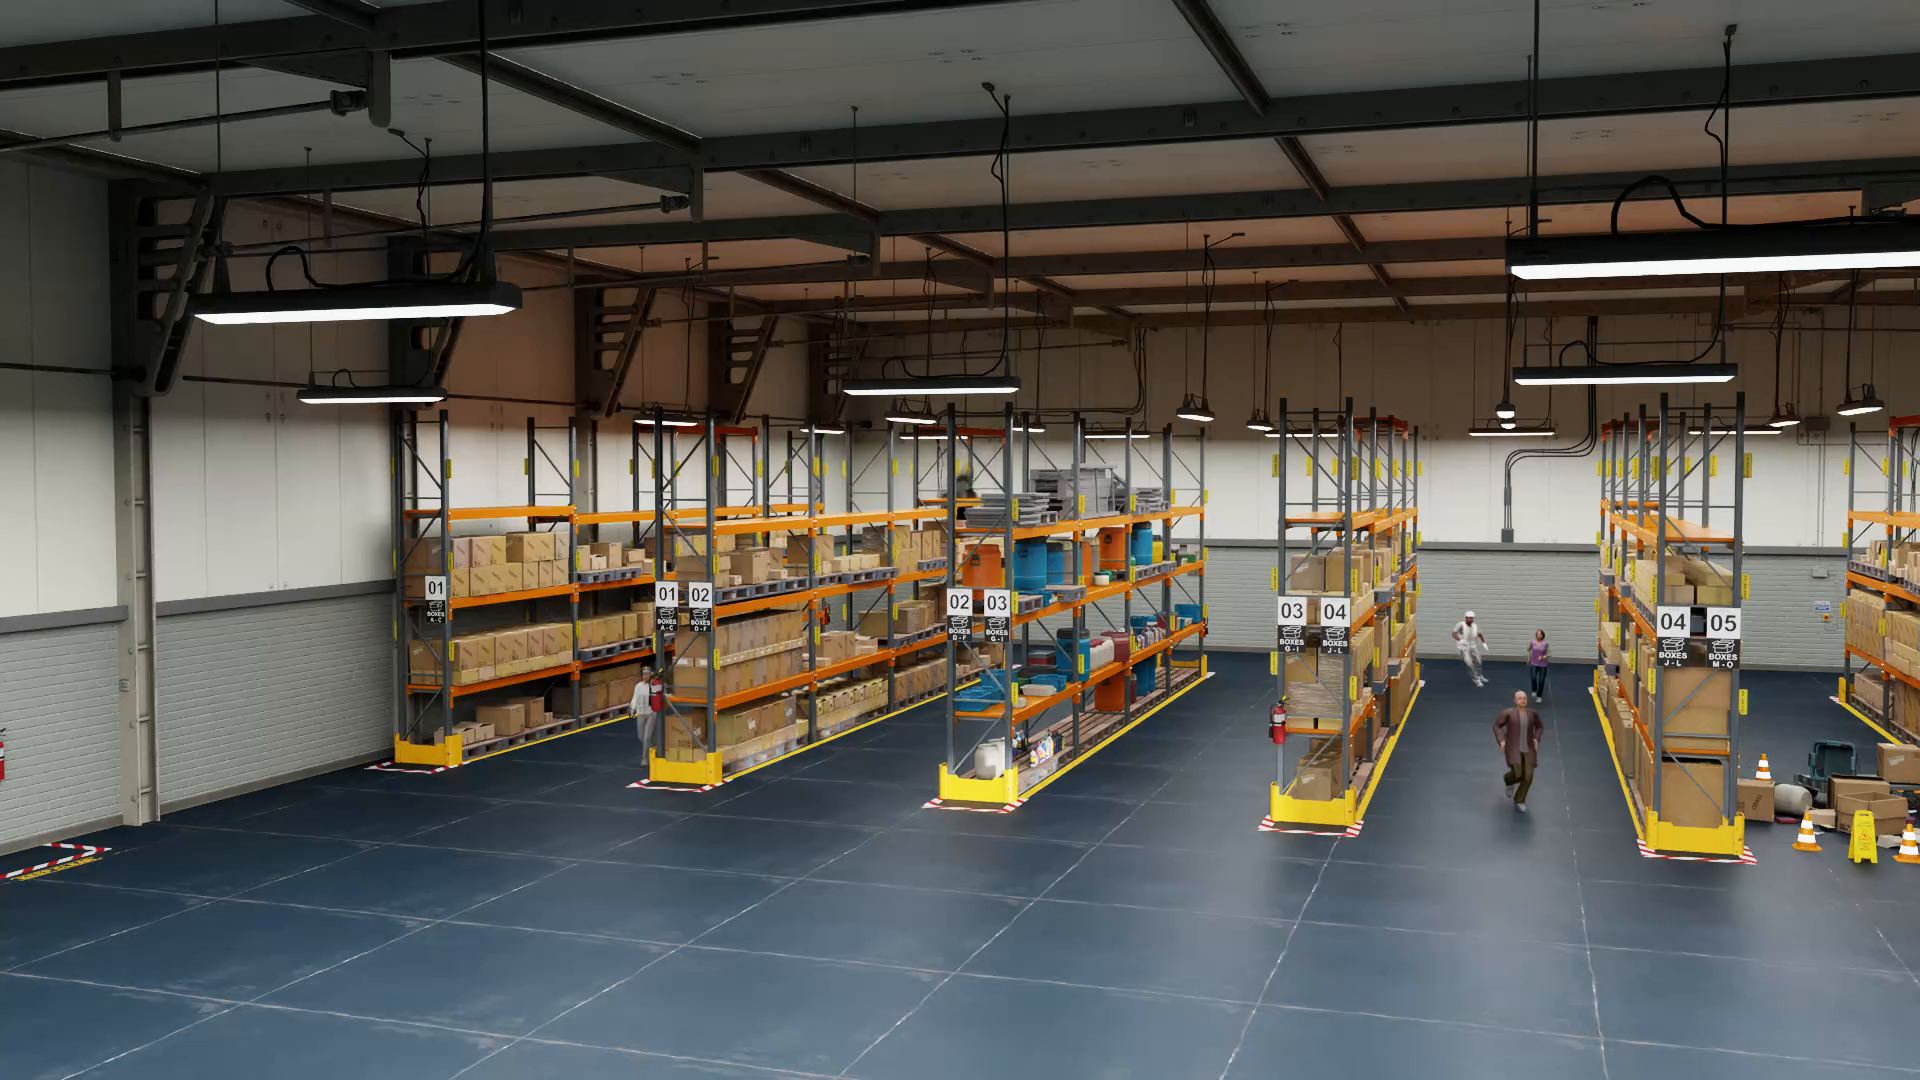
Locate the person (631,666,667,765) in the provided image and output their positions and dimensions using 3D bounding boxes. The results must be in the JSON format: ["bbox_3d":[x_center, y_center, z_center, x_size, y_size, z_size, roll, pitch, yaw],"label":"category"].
[{"bbox_3d":[-5.295,2.975,28.348,0.625,1.683,0.661,0,2,10],"label":"person"}]

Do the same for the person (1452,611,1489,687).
[{"bbox_3d":[11.826,2.491,38.235,0.970,1.719,0.803,-1,3,-13],"label":"person"}]

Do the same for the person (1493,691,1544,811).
[{"bbox_3d":[8.256,3.103,24.539,0.723,1.738,0.634,0,2,0],"label":"person"}]

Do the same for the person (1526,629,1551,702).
[{"bbox_3d":[12.329,2.690,35.491,0.493,1.564,0.588,1,3,23],"label":"person"}]
